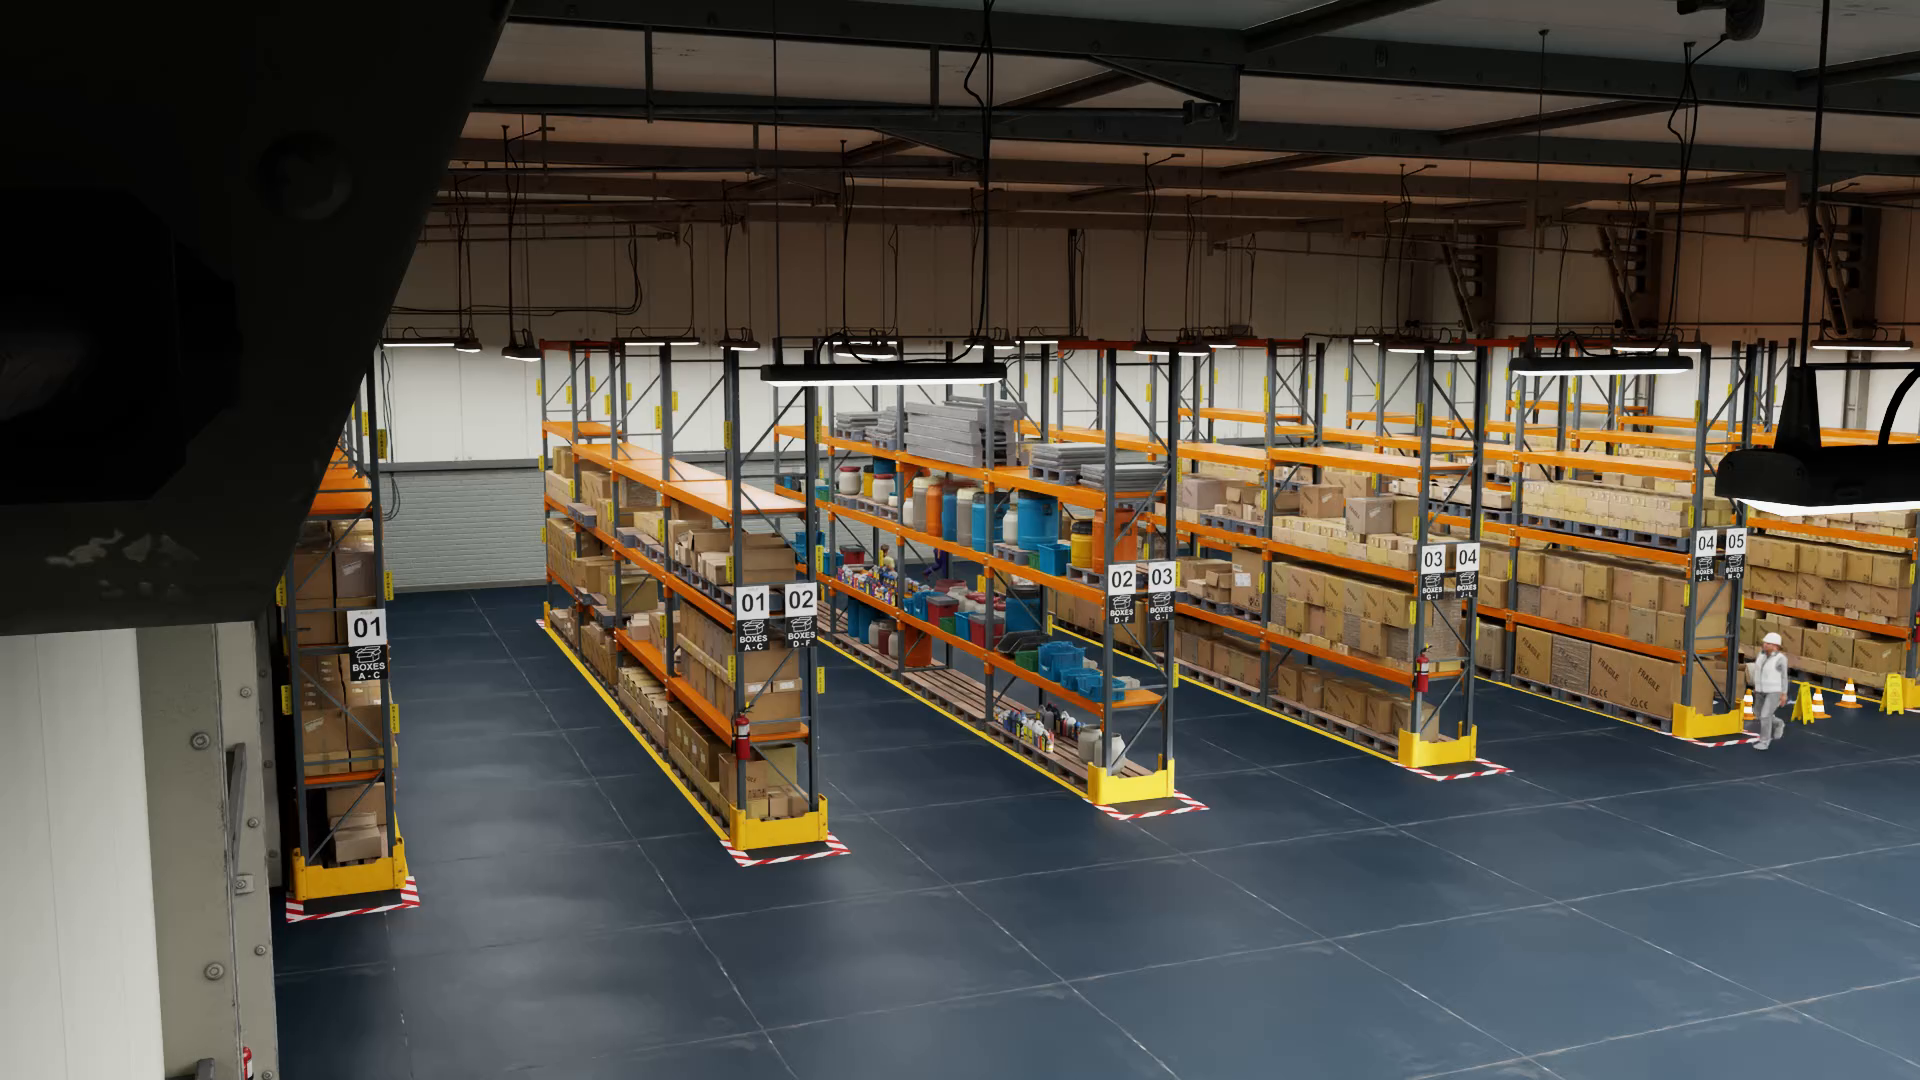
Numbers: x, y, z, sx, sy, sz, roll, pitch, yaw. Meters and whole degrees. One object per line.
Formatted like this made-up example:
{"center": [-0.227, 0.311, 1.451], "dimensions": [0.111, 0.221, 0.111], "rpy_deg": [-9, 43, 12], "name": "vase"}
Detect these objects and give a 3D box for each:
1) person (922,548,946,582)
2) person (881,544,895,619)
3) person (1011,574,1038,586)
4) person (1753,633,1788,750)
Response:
{"center": [-0.510, 0.272, 40.410], "dimensions": [0.833, 1.628, 0.488], "rpy_deg": [0, 7, -3], "name": "person"}
{"center": [-1.585, 0.919, 35.214], "dimensions": [0.477, 1.671, 0.471], "rpy_deg": [2, 8, 14], "name": "person"}
{"center": [1.340, 1.115, 33.469], "dimensions": [0.605, 1.756, 0.542], "rpy_deg": [-3, 8, -25], "name": "person"}
{"center": [12.137, 2.234, 24.848], "dimensions": [0.807, 1.749, 0.557], "rpy_deg": [-3, 8, -25], "name": "person"}
